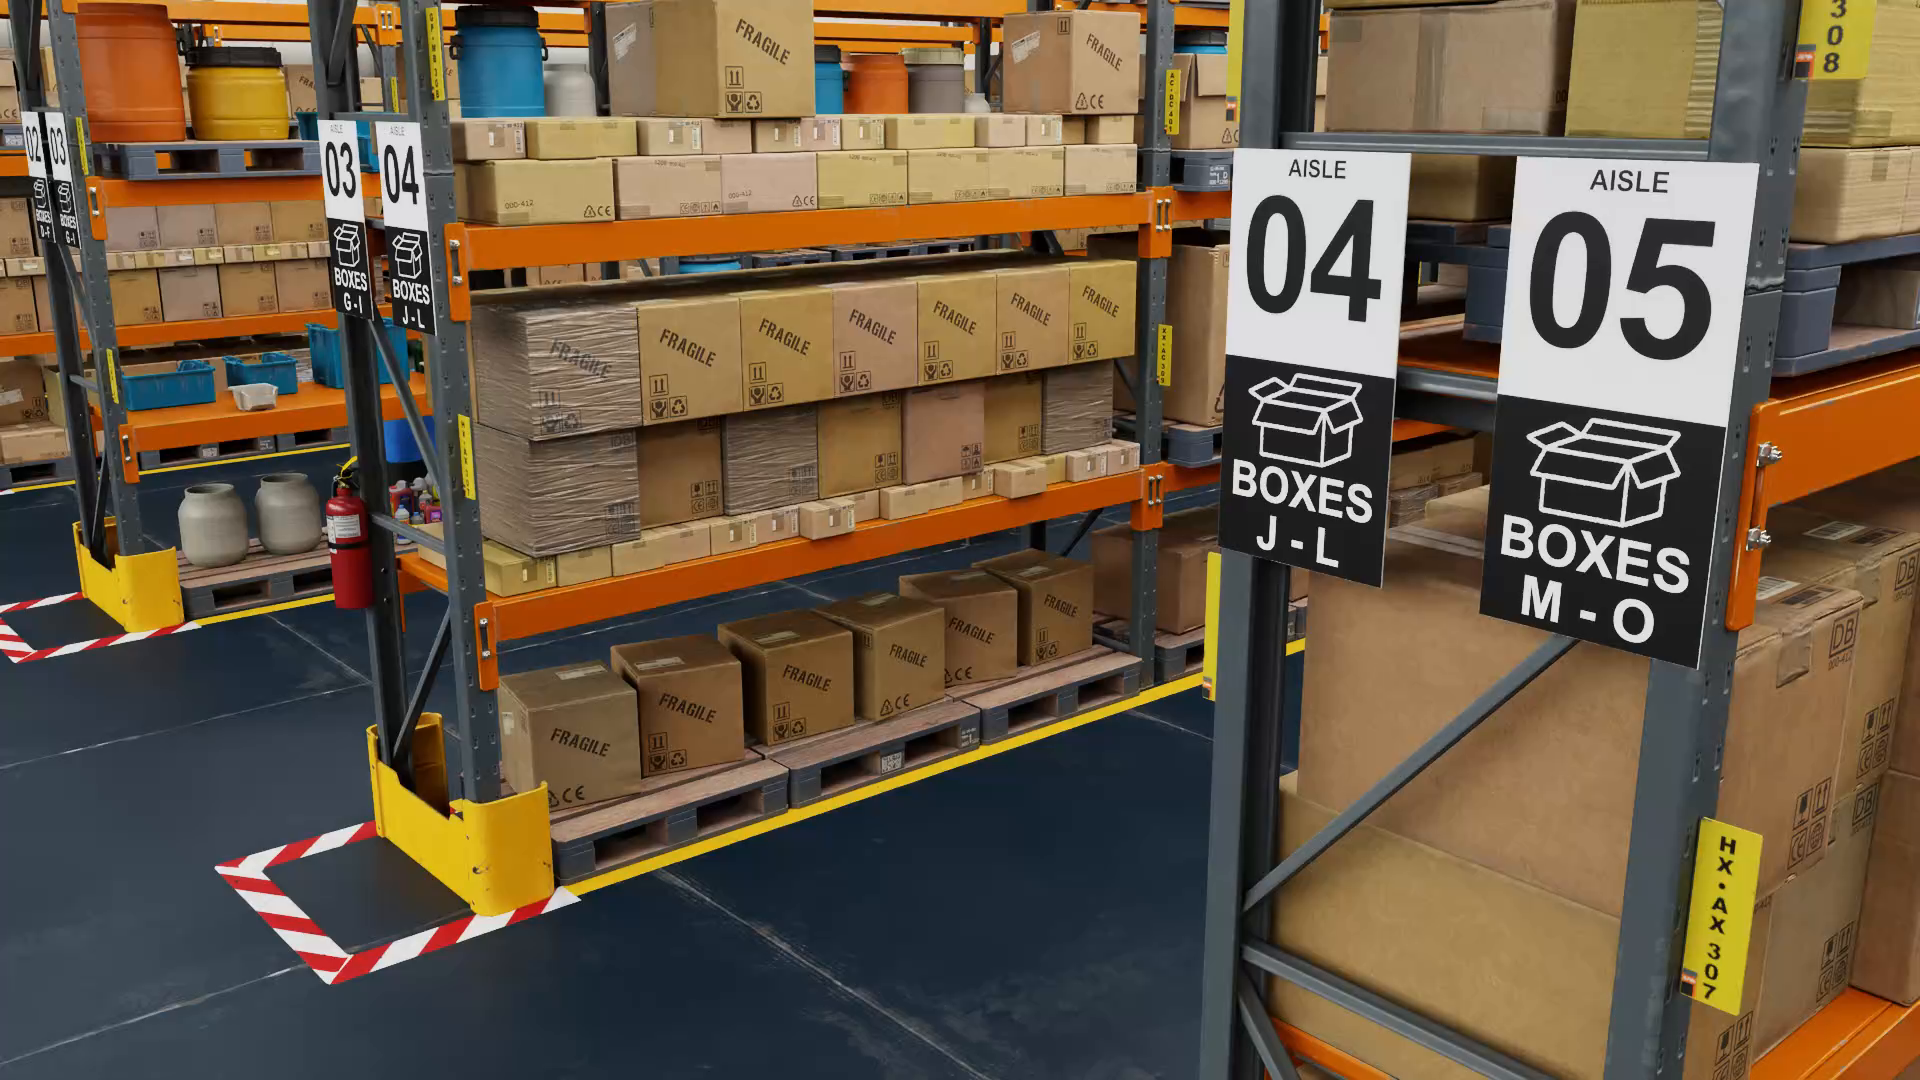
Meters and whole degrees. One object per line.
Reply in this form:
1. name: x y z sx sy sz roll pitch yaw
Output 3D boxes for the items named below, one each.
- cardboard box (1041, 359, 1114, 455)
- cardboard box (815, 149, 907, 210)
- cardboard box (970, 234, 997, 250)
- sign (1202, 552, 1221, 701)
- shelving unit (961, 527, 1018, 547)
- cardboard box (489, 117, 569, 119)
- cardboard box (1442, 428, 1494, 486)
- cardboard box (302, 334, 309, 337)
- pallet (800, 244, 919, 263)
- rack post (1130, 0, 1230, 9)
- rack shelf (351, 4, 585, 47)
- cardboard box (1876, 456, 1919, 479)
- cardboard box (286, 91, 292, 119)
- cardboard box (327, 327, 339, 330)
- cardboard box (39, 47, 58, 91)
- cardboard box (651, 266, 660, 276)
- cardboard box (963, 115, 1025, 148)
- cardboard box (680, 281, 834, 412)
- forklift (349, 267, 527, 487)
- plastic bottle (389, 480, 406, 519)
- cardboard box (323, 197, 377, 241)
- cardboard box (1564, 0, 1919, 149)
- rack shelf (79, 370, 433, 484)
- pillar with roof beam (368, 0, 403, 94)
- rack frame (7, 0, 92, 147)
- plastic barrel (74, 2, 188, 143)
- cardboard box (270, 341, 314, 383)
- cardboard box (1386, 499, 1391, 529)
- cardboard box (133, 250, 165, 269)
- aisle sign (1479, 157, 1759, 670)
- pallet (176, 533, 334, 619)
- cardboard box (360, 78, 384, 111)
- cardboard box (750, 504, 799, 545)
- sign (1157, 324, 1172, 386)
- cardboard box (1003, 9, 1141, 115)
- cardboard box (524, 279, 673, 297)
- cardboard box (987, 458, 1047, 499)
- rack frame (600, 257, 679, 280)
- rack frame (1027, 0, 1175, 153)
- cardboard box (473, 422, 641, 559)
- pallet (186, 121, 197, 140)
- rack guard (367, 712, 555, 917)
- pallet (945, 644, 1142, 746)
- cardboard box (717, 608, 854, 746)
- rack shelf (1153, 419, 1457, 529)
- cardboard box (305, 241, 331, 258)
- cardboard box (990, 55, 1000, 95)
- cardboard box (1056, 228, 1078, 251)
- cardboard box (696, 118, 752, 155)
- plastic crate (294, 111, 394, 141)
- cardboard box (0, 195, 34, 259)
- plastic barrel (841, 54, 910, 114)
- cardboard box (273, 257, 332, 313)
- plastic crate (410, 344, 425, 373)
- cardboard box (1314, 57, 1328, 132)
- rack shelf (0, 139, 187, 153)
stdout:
1. cardboard box: 0.362 -0.815 9.218 0.500 0.500 0.875 -13 19 -39
2. cardboard box: -0.592 -1.678 7.699 0.500 0.250 0.500 -12 19 -38
3. cardboard box: 0.485 -4.154 22.296 0.500 0.500 0.500 -12 19 -38
4. sign: 0.558 0.192 3.518 0.005 0.325 0.100 -13 19 -39
5. shelving unit: 0.125 -1.042 12.584 0.503 2.100 0.431 -13 19 -39
6. cardboard box: -1.863 -1.775 7.290 0.250 0.149 0.380 -14 20 -42
7. cardboard box: 4.294 -0.654 12.689 0.875 0.875 1.225 -14 20 -42
8. cardboard box: -6.314 -1.835 16.870 0.500 0.500 0.500 -13 19 -39
9. pallet: -1.277 -3.531 20.530 1.213 0.211 1.003 -13 19 -39
10. rack post: 2.082 -5.296 16.107 0.954 0.300 0.937 -10 18 -33
11. rack shelf: -4.249 -5.313 17.370 4.000 0.370 1.077 -13 19 -39
12. cardboard box: 2.390 0.029 4.445 0.500 0.550 0.875 -13 19 -39
13. cardboard box: -6.719 -4.167 15.814 0.500 0.311 0.500 -14 20 -42
14. cardboard box: -8.112 -2.810 21.449 0.500 0.500 0.700 -13 20 -40
15. cardboard box: -10.006 -5.247 18.599 0.500 0.500 0.500 -14 20 -41
16. cardboard box: -3.238 -2.966 18.529 0.250 0.149 0.380 -13 19 -39
17. cardboard box: 0.101 -2.006 8.155 0.250 0.149 0.380 -13 20 -41
18. cardboard box: -0.924 -0.893 7.573 0.500 0.500 0.500 -13 19 -39
19. forklift: -3.926 -2.102 14.938 3.031 2.935 1.130 -12 19 -38
20. plastic bottle: -4.221 -0.304 12.501 0.135 0.276 0.152 -12 19 -39
21. cardboard box: -6.089 -3.215 16.265 0.500 0.500 0.700 -13 19 -39
22. cardboard box: 1.437 -0.830 2.939 0.500 0.250 0.500 -13 20 -39
23. rack shelf: -4.018 -0.965 11.944 4.000 0.370 1.077 -13 19 -39
24. pillar with roof beam: -4.718 -6.266 18.771 0.400 9.000 9.100 -13 19 -39
25. rack frame: -5.527 -3.872 9.808 0.127 3.000 1.000 -13 19 -39
26. plastic barrel: -5.244 -2.940 10.486 0.708 0.830 0.600 -13 19 -39
27. cardboard box: -6.349 -1.649 16.174 0.500 0.500 0.500 -13 19 -39
28. cardboard box: 2.434 -0.058 11.147 0.500 0.500 0.700 -11 18 -35
29. cardboard box: -7.368 -2.543 15.008 0.250 0.149 0.380 -13 20 -40
30. aisle sign: 1.047 -0.212 2.694 0.004 0.787 0.394 -13 19 -39
31. pallet: -4.884 0.215 11.536 1.213 0.211 1.003 -13 19 -39
32. cardboard box: -7.617 -5.566 20.956 0.500 0.500 0.500 -14 20 -41
33. cardboard box: -0.966 -0.103 7.810 0.250 0.149 0.380 -13 19 -39
34. sign: 1.104 -1.001 9.007 0.005 0.325 0.100 -13 19 -39
35. cardboard box: 0.570 -2.444 8.535 0.500 0.500 0.500 -13 20 -41
36. cardboard box: -1.650 -0.912 7.642 0.500 0.500 0.500 -13 19 -39
37. cardboard box: 0.234 -0.337 8.685 0.250 0.149 0.380 -13 19 -39
38. rack frame: -2.509 -1.651 13.119 0.127 3.000 1.000 -13 19 -39
39. rack frame: 0.742 -3.585 8.735 0.127 3.000 1.000 -13 19 -39
40. cardboard box: -1.843 -0.289 7.250 0.500 0.500 0.875 -13 19 -39
41. pallet: -7.305 -3.667 15.027 1.213 0.211 1.003 -13 19 -39
42. rack guard: -2.218 1.185 7.343 0.348 0.500 1.175 -13 19 -39
43. pallet: 0.258 0.781 9.417 1.213 0.211 1.003 -13 19 -39
44. cardboard box: -0.880 0.683 8.412 0.500 0.500 0.500 -10 18 -34
45. rack shelf: 2.251 -0.678 10.871 4.000 0.370 1.077 -13 19 -39
46. cardboard box: -6.206 -2.804 15.983 0.250 0.149 0.380 -13 20 -41
47. cardboard box: 0.619 -6.042 21.613 0.500 0.500 0.700 -13 19 -39
48. cardboard box: 1.224 -4.140 22.244 0.500 0.500 0.500 -12 19 -38
49. cardboard box: -1.109 -1.745 7.175 0.250 0.149 0.380 -13 20 -40
50. plastic crate: -4.286 -2.797 11.626 0.575 0.384 0.392 -13 19 -39
51. cardboard box: -8.375 -2.699 14.335 0.500 0.500 0.700 -13 19 -39
52. plastic barrel: -0.747 -3.778 14.436 0.708 0.830 0.600 -13 19 -39
53. cardboard box: -6.482 -2.497 16.094 0.500 0.500 0.700 -13 20 -40
54. plastic crate: -3.719 -1.374 12.491 0.662 0.188 0.450 -13 19 -39
55. cardboard box: 1.872 -2.609 9.879 0.637 0.503 0.797 -12 19 -37
56. rack shelf: -10.522 -4.343 18.777 4.000 0.370 1.077 -13 19 -39
